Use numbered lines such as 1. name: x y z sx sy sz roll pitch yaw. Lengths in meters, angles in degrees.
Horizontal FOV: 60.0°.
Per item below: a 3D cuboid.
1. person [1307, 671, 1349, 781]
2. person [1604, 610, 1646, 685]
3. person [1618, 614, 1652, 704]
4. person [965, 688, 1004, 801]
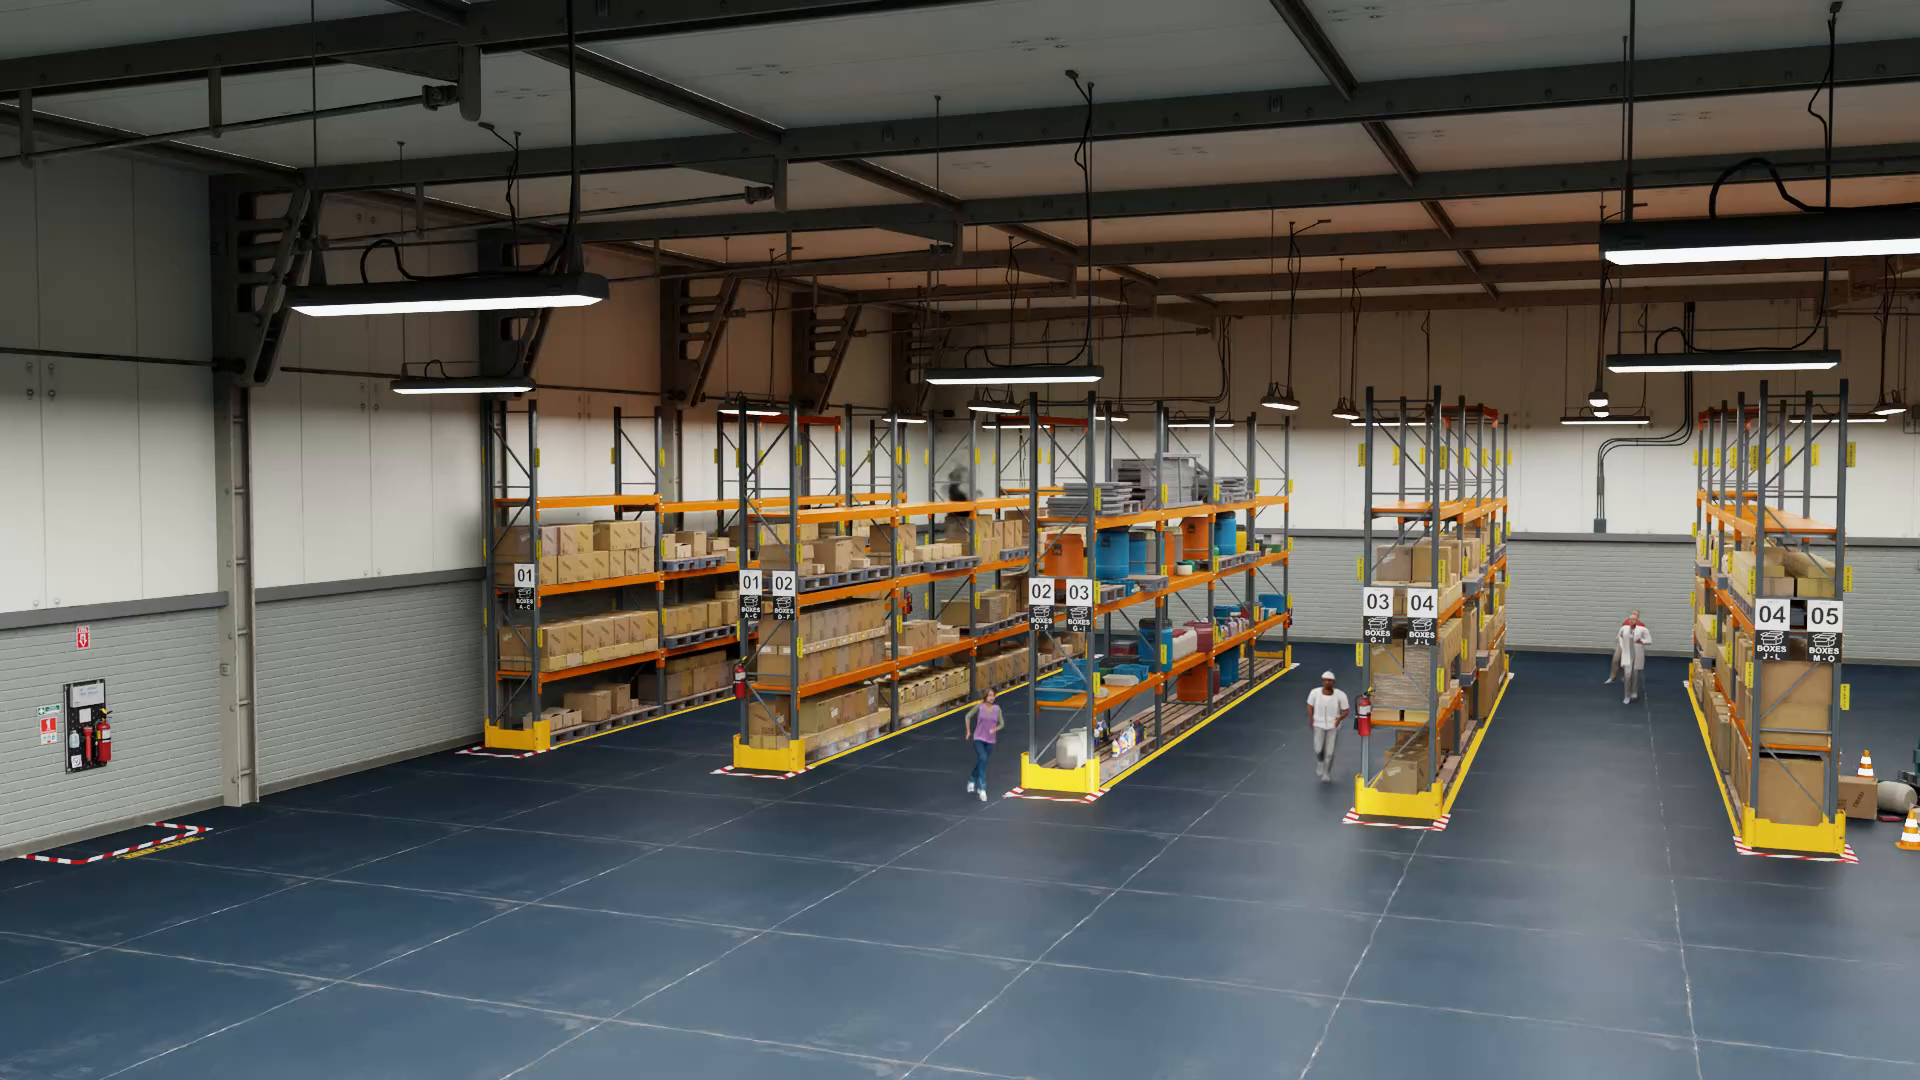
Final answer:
1. person: 5.664 2.880 25.628 0.640 1.715 0.576 1 3 14
2. person: 14.791 2.367 36.739 0.823 1.664 0.748 -2 3 -36
3. person: 13.844 2.441 34.128 0.669 1.852 0.866 1 3 26
4. person: 0.390 2.989 24.546 0.541 1.585 0.771 -1 3 -19
